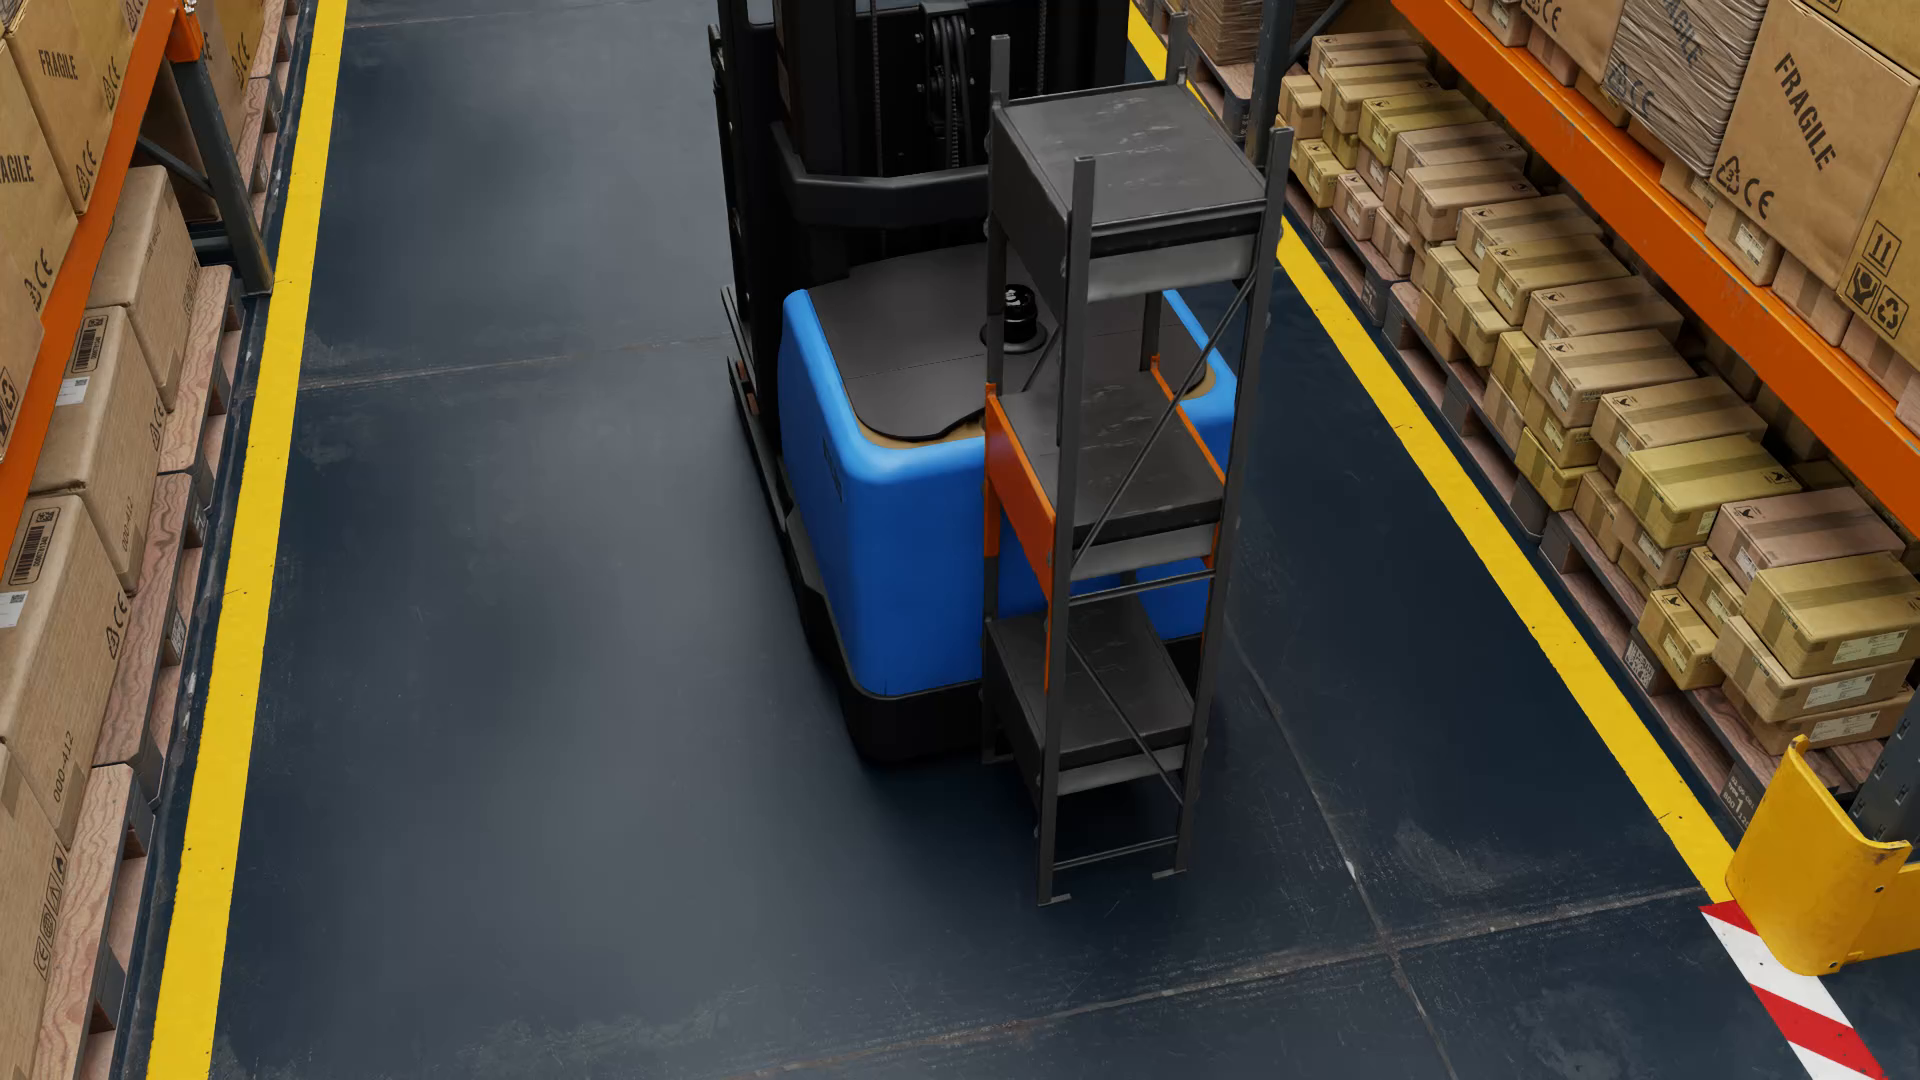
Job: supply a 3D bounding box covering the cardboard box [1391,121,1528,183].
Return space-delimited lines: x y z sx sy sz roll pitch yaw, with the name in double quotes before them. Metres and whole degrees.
"cardboard box" 1.763 -1.339 5.882 0.380 0.149 0.250 -9 42 -10

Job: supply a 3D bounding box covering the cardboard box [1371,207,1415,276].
"cardboard box" 1.739 -1.114 6.076 0.380 0.149 0.250 -9 42 -10

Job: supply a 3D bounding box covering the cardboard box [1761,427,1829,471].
"cardboard box" 2.617 -0.288 4.922 0.380 0.149 0.250 -7 42 -8

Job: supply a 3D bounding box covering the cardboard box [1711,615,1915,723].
"cardboard box" 2.179 0.301 4.259 0.380 0.149 0.250 -9 42 -10

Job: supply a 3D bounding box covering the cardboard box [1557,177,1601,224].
"cardboard box" 2.322 -1.247 5.778 0.380 0.149 0.250 -10 43 -11

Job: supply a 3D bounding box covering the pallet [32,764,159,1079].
"pallet" -2.489 1.115 3.835 1.003 0.211 1.213 -8 42 -9

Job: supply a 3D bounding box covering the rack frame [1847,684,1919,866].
"rack frame" 2.572 -0.196 3.211 1.000 3.000 0.127 -8 42 -9

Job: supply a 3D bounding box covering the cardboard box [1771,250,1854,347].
"cardboard box" 2.140 -0.600 3.855 0.380 0.149 0.250 -9 42 -10

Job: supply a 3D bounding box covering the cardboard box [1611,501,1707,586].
"cardboard box" 2.065 -0.036 4.638 0.380 0.149 0.250 -10 43 -11

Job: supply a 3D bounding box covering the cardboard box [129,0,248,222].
"cardboard box" -3.315 -1.767 6.265 0.875 0.875 0.875 -7 42 -8

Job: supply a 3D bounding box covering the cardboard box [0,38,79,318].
"cardboard box" -2.416 -0.789 3.804 0.500 0.500 0.500 -7 42 -8

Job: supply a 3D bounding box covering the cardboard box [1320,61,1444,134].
"cardboard box" 1.582 -1.662 6.246 0.380 0.149 0.250 -6 42 -7

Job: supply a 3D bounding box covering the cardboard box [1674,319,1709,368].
"cardboard box" 2.368 -0.616 5.291 0.380 0.149 0.250 -6 42 -7

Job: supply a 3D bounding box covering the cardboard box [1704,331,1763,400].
"cardboard box" 2.499 -0.571 5.016 0.380 0.149 0.250 -7 42 -8

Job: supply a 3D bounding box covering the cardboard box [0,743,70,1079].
"cardboard box" -2.480 0.967 3.515 0.875 0.438 0.875 -10 43 -11

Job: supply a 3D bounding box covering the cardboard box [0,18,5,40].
"cardboard box" -2.411 -1.174 3.484 0.500 0.500 0.500 -8 42 -9

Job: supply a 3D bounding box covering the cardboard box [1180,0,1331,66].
"cardboard box" 1.303 -2.454 7.322 0.500 0.500 0.500 -9 42 -10

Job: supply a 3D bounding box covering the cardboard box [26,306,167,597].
"cardboard box" -2.879 -0.210 4.841 0.875 0.438 0.875 -10 42 -11

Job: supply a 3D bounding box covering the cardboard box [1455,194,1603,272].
"cardboard box" 1.878 -0.998 5.498 0.380 0.149 0.250 -10 43 -11

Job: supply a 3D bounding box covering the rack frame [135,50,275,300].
"rack frame" -3.103 -2.014 5.259 1.000 3.000 0.127 -8 42 -9

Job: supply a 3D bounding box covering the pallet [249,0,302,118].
"pallet" -3.610 -2.253 7.629 1.003 0.211 1.213 -8 42 -9

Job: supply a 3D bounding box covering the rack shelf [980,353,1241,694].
"rack shelf" 0.320 -0.041 3.735 0.431 0.518 0.480 -11 43 -12

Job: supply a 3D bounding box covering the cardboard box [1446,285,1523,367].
"cardboard box" 1.817 -0.713 5.401 0.380 0.149 0.250 -8 42 -9

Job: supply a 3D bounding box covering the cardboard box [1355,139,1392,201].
"cardboard box" 1.704 -1.406 6.181 0.380 0.149 0.250 -9 42 -10

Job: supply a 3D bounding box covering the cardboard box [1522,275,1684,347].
"cardboard box" 1.977 -0.667 5.124 0.380 0.149 0.250 -10 43 -11

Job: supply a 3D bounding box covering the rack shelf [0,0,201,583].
"rack shelf" -2.671 -0.448 4.037 1.077 0.370 4.000 -8 42 -9

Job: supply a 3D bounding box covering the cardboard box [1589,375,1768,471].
"cardboard box" 2.038 -0.314 4.727 0.380 0.149 0.250 -10 43 -11

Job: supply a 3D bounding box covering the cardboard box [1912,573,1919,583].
"cardboard box" 2.705 0.040 4.552 0.380 0.149 0.250 -9 42 -9

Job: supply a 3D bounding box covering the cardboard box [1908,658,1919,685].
"cardboard box" 2.771 0.328 4.452 0.380 0.149 0.250 -8 42 -8

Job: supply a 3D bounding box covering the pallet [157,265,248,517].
"pallet" -3.015 -0.467 5.617 1.003 0.211 1.213 -8 42 -9

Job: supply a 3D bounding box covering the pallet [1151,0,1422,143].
"pallet" 1.539 -2.250 7.626 1.003 0.211 1.213 -8 42 -9

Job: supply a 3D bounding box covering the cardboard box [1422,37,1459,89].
"cardboard box" 2.039 -1.909 6.524 0.380 0.149 0.250 -7 42 -8

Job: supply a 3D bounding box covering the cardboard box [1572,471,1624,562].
"cardboard box" 2.061 -0.092 4.925 0.380 0.149 0.250 -8 42 -9

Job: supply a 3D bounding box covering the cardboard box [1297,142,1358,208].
"cardboard box" 1.531 -1.425 6.427 0.380 0.149 0.250 -7 42 -8

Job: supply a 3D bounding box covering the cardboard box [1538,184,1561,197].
"cardboard box" 2.265 -1.148 5.891 0.380 0.149 0.250 -7 42 -8

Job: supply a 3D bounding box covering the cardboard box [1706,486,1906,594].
"cardboard box" 2.212 0.013 4.359 0.380 0.149 0.250 -8 42 -8

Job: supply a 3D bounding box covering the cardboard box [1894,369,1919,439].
"cardboard box" 2.225 -0.273 3.487 0.380 0.149 0.250 -8 42 -9

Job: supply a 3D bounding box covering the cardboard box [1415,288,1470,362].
"cardboard box" 1.793 -0.762 5.680 0.380 0.149 0.250 -9 42 -10

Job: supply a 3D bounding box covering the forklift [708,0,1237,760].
"forklift" -0.170 -1.494 4.725 1.130 2.935 3.031 -11 43 -12

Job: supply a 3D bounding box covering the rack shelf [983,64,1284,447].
"rack shelf" 0.320 -0.564 3.270 0.431 0.518 0.480 -11 43 -12

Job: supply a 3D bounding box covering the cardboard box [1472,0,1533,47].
"cardboard box" 1.782 -1.617 5.002 0.380 0.149 0.250 -7 42 -7

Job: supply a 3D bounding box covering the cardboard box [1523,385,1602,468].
"cardboard box" 1.941 -0.369 5.014 0.380 0.149 0.250 -8 42 -9

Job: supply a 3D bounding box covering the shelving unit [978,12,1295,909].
"shelving unit" 0.320 -0.051 3.726 0.431 2.100 0.503 -11 43 -12

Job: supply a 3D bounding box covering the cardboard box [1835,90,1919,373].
"cardboard box" 2.224 -0.599 3.366 0.500 0.500 0.500 -8 42 -8

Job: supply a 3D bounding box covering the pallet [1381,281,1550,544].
"pallet" 2.155 -0.523 5.680 1.003 0.211 1.213 -8 42 -9

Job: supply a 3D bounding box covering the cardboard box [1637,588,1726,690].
"cardboard box" 2.100 0.250 4.540 0.380 0.149 0.250 -7 42 -8

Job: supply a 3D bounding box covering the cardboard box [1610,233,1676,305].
"cardboard box" 2.339 -0.897 5.384 0.380 0.149 0.250 -8 42 -9

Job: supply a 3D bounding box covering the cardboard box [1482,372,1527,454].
"cardboard box" 1.906 -0.428 5.304 0.380 0.149 0.250 -8 42 -8

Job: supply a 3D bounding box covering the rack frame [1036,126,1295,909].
"rack frame" 0.387 0.105 3.550 0.400 2.100 0.015 -11 43 -12

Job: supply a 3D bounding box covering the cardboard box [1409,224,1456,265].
"cardboard box" 1.796 -1.049 5.779 0.380 0.149 0.250 -7 42 -7

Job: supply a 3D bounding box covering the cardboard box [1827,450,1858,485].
"cardboard box" 2.684 -0.241 4.644 0.380 0.149 0.250 -8 42 -9

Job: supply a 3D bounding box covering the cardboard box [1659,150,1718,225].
"cardboard box" 2.034 -0.937 4.235 0.380 0.149 0.250 -10 43 -11

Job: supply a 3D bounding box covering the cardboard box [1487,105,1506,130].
"cardboard box" 2.194 -1.588 6.163 0.380 0.149 0.250 -9 42 -10

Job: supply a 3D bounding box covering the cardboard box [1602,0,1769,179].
"cardboard box" 1.999 -1.261 4.111 0.500 0.500 0.500 -8 42 -9

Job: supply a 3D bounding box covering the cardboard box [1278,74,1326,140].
"cardboard box" 1.474 -1.710 6.524 0.380 0.149 0.250 -7 42 -7

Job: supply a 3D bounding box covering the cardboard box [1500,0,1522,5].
"cardboard box" 1.757 -1.929 4.864 0.500 0.500 0.500 -9 42 -10

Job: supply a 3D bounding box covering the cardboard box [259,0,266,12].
"cardboard box" -3.710 -2.931 7.576 0.875 0.875 0.875 -8 42 -9

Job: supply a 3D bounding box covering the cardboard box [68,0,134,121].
"cardboard box" -2.637 -1.454 4.554 0.500 0.500 0.500 -9 42 -10

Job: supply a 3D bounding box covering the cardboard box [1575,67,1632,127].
"cardboard box" 1.960 -1.290 4.633 0.380 0.149 0.250 -8 42 -9
